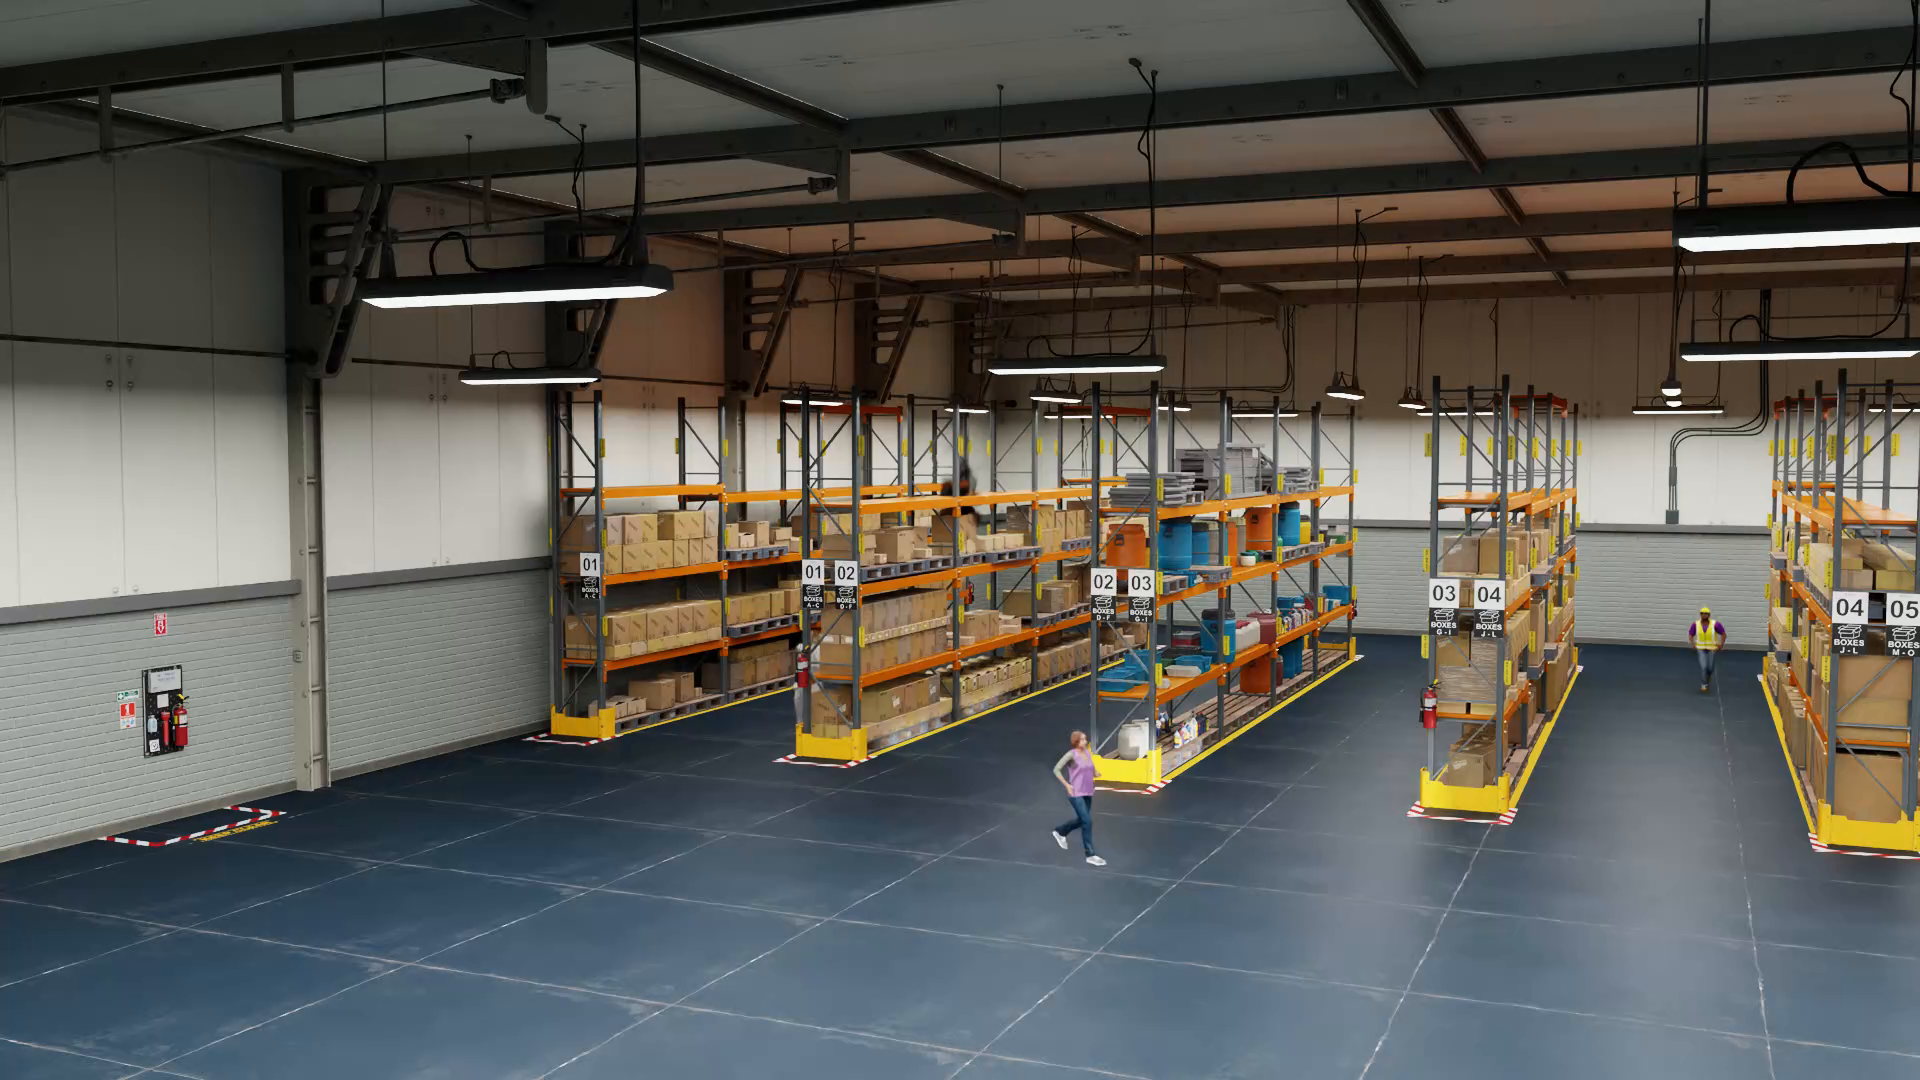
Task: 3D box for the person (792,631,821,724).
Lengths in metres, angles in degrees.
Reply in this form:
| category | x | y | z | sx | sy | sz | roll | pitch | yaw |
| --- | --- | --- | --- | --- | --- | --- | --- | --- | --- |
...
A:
| category | x | y | z | sx | sy | sz | roll | pitch | yaw |
| --- | --- | --- | --- | --- | --- | --- | --- | --- | --- |
| person | -2.655 | 2.494 | 29.282 | 0.666 | 1.847 | 0.937 | 1 | 3 | 20 |

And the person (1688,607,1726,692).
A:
| category | x | y | z | sx | sy | sz | roll | pitch | yaw |
| --- | --- | --- | --- | --- | --- | --- | --- | --- | --- |
| person | 15.394 | 2.248 | 34.286 | 0.707 | 1.735 | 0.665 | 2 | 4 | 29 |

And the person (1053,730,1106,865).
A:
| category | x | y | z | sx | sy | sz | roll | pitch | yaw |
| --- | --- | --- | --- | --- | --- | --- | --- | --- | --- |
| person | 1.429 | 3.090 | 20.102 | 0.877 | 1.562 | 0.543 | 3 | 4 | 43 |
